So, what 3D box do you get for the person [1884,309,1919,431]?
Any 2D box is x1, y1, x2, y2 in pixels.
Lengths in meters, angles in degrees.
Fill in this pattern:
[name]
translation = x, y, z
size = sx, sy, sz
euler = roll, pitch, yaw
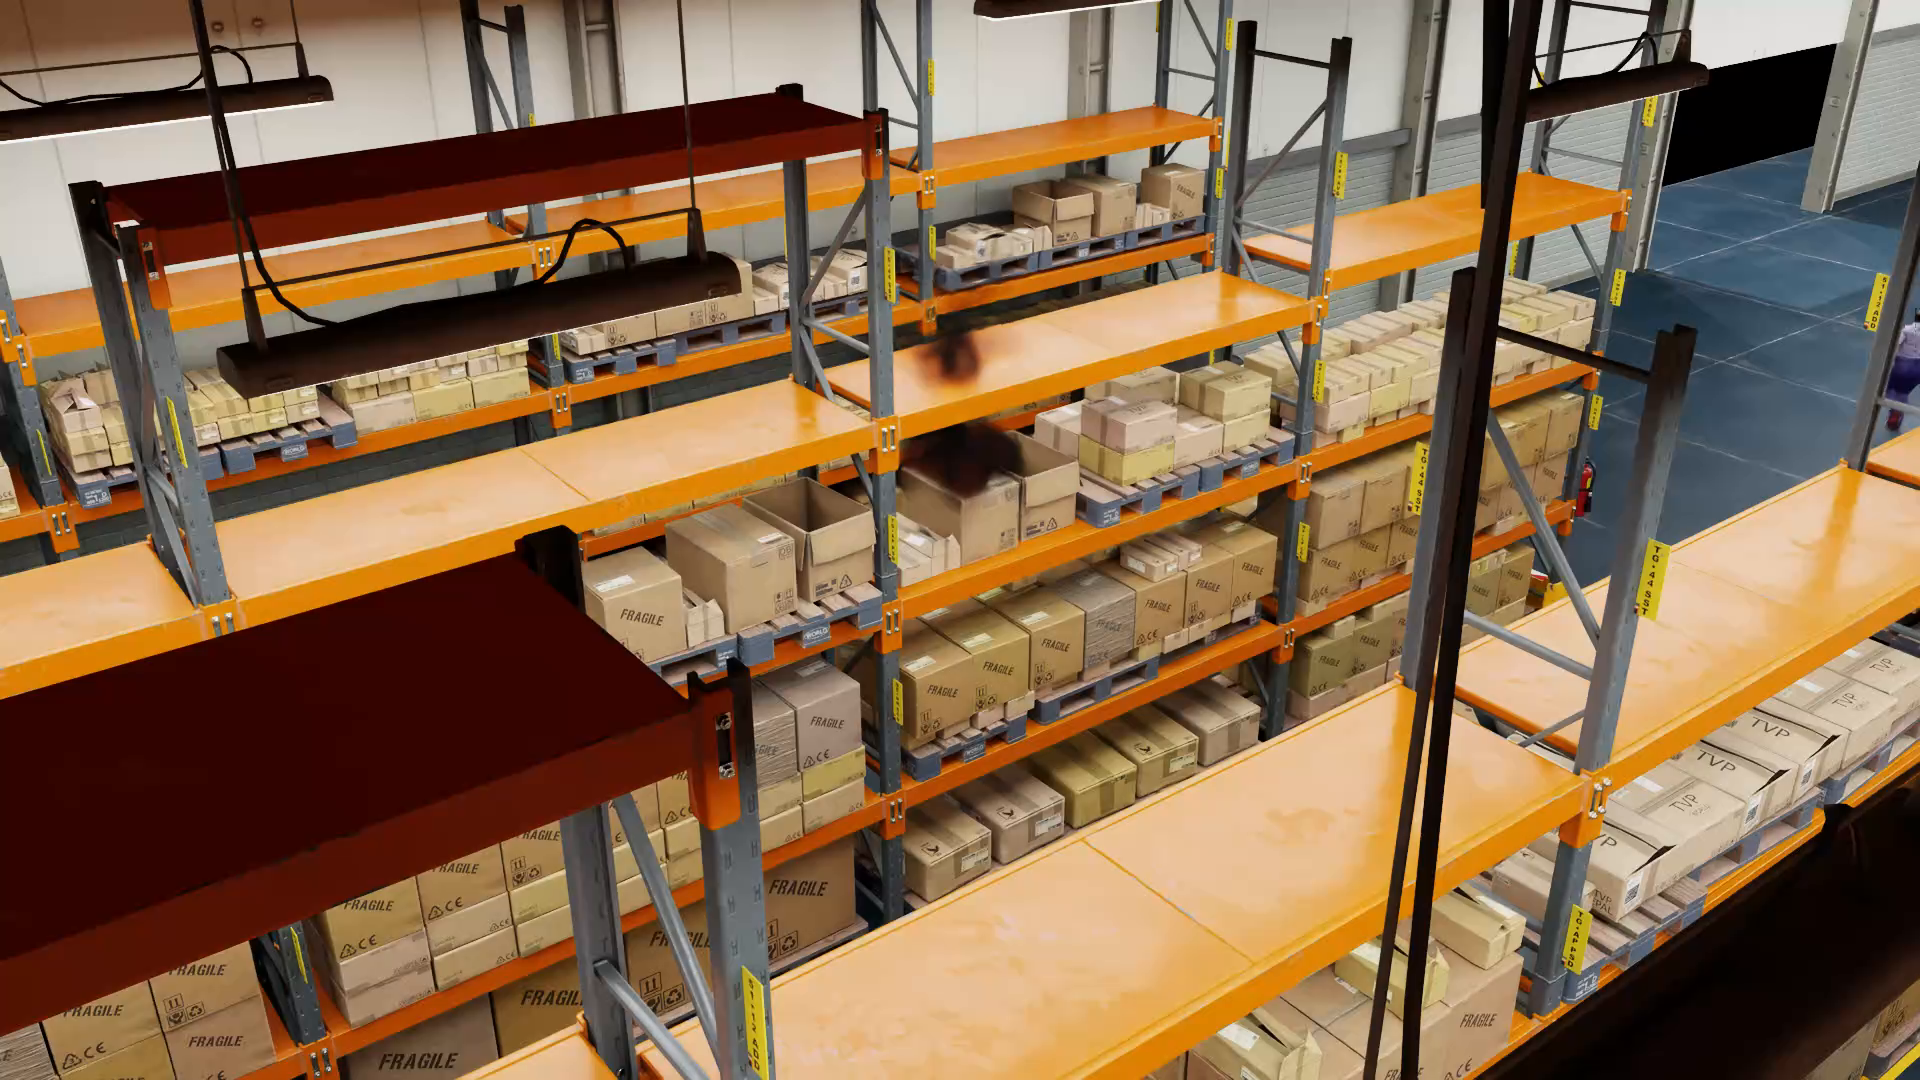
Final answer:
[person]
translation = 11.736, -2.108, 20.617
size = 0.605, 1.616, 0.515
euler = 7, 27, 13
